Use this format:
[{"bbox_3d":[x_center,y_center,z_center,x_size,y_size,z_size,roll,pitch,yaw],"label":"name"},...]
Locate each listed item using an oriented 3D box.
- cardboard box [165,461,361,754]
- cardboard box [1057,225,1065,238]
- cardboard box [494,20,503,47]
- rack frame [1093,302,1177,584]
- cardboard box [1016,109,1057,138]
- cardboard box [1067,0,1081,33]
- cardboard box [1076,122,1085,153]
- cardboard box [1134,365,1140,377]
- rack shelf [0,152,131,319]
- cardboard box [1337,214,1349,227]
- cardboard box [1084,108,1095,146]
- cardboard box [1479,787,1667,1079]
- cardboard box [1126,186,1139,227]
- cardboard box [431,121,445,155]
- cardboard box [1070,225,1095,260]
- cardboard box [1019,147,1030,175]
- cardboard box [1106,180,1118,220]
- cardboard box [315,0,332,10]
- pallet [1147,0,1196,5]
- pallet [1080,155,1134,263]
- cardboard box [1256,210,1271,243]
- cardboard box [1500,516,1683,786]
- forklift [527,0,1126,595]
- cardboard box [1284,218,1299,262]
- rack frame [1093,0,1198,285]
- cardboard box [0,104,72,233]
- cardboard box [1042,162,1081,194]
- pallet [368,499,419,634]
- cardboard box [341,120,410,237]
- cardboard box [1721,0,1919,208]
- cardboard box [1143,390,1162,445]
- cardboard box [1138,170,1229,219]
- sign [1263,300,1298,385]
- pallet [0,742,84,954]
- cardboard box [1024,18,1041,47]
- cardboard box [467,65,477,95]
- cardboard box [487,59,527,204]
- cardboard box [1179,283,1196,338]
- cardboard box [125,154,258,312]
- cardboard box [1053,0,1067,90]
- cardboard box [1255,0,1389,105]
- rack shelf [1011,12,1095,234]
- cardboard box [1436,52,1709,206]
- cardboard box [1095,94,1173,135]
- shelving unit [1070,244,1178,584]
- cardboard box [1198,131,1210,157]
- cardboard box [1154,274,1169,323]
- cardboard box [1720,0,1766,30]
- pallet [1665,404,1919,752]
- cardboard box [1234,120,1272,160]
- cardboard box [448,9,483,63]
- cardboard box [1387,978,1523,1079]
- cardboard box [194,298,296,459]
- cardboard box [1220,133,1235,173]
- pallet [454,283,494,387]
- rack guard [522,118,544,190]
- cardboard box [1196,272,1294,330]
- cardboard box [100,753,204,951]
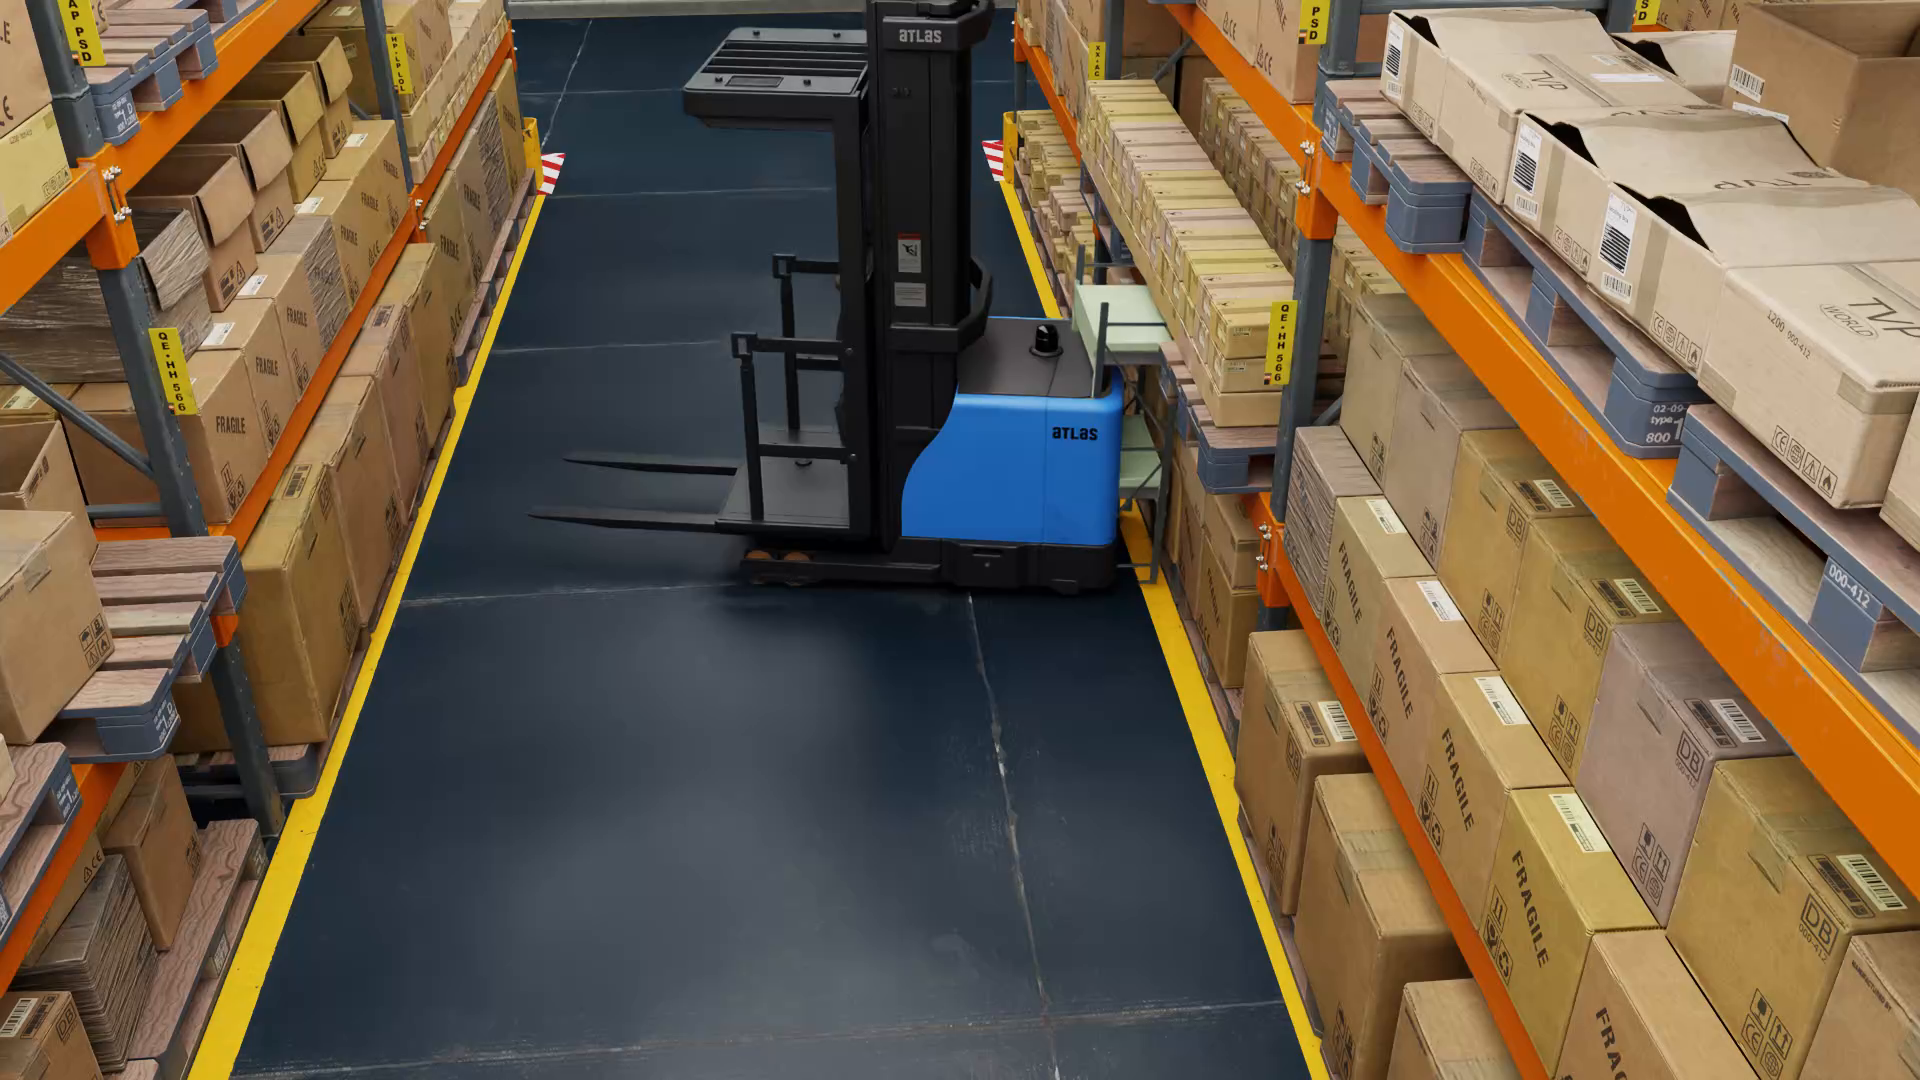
[{"bbox_3d":[-3.302,0.293,6.997,1.225,0.875,0.875,-4,31,-7],"label":"cardboard box"},{"bbox_3d":[0.886,-2.119,11.743,0.380,0.149,0.250,-2,31,-4],"label":"cardboard box"},{"bbox_3d":[-3.619,-3.764,12.371,0.380,0.149,0.250,-2,31,-4],"label":"cardboard box"},{"bbox_3d":[0.811,-0.429,7.922,0.400,1.500,0.023,-1,31,-5],"label":"rack frame"},{"bbox_3d":[0.653,-3.284,13.114,0.380,0.149,0.250,-4,31,-7],"label":"cardboard box"},{"bbox_3d":[0.949,-3.405,10.162,0.500,0.500,0.500,-4,31,-6],"label":"cardboard box"},{"bbox_3d":[0.924,-2.467,10.200,0.380,0.149,0.250,-4,31,-6],"label":"cardboard box"},{"bbox_3d":[1.174,-1.082,8.932,0.500,0.250,0.500,-2,31,-3],"label":"cardboard box"},{"bbox_3d":[-3.071,-0.044,3.674,1.077,0.370,4.000,-3,31,-5],"label":"rack shelf"},{"bbox_3d":[1.742,-1.381,7.392,0.380,0.149,0.250,-1,31,-2],"label":"cardboard box"},{"bbox_3d":[0.895,-2.291,9.206,0.380,0.149,0.250,-2,31,-4],"label":"cardboard box"},{"bbox_3d":[1.654,0.958,4.124,0.500,0.500,0.500,-2,31,-4],"label":"cardboard box"},{"bbox_3d":[1.022,-1.621,8.085,0.380,0.149,0.250,-3,31,-5],"label":"cardboard box"},{"bbox_3d":[-3.378,-2.456,10.181,0.380,0.149,0.250,-2,31,-3],"label":"cardboard box"},{"bbox_3d":[0.930,-1.950,10.881,0.380,0.149,0.250,-3,31,-5],"label":"cardboard box"},{"bbox_3d":[0.672,-3.030,13.268,0.380,0.149,0.250,-2,31,-4],"label":"cardboard box"},{"bbox_3d":[0.968,-1.766,8.617,0.380,0.149,0.250,-2,31,-4],"label":"cardboard box"},{"bbox_3d":[-3.984,-2.991,9.958,0.500,0.500,0.500,-2,31,-4],"label":"cardboard box"},{"bbox_3d":[1.367,-2.672,7.556,1.213,0.211,1.003,-3,31,-5],"label":"pallet"},{"bbox_3d":[1.242,-1.835,9.083,1.003,0.211,1.213,-3,31,-5],"label":"pallet"},{"bbox_3d":[1.675,-1.528,8.219,0.380,0.149,0.250,-1,31,-2],"label":"cardboard box"},{"bbox_3d":[1.868,0.266,4.306,0.700,0.500,0.500,-3,31,-5],"label":"cardboard box"},{"bbox_3d":[-0.688,-1.293,8.056,3.031,2.935,1.130,3,31,5],"label":"forklift"},{"bbox_3d":[1.723,-1.386,7.690,0.380,0.149,0.250,-3,31,-5],"label":"cardboard box"},{"bbox_3d":[1.316,-2.314,9.699,1.000,3.000,0.127,-3,31,-5],"label":"rack frame"},{"bbox_3d":[-2.970,-1.078,4.851,0.500,0.250,0.500,-3,31,-4],"label":"cardboard box"},{"bbox_3d":[0.795,-2.613,11.991,0.380,0.149,0.250,-2,31,-4],"label":"cardboard box"},{"bbox_3d":[-3.368,0.084,8.404,1.003,0.211,1.213,-3,31,-5],"label":"pallet"},{"bbox_3d":[-3.316,-1.945,8.984,0.500,0.500,0.500,-3,31,-4],"label":"cardboard box"},{"bbox_3d":[2.131,-0.952,3.889,0.500,0.500,0.500,-3,31,-5],"label":"cardboard box"},{"bbox_3d":[1.234,-0.494,8.681,0.500,0.500,0.500,-2,31,-4],"label":"cardboard box"},{"bbox_3d":[1.045,-1.621,7.794,0.380,0.149,0.250,-2,31,-3],"label":"cardboard box"},{"bbox_3d":[1.150,-0.704,5.952,0.100,0.325,0.005,-3,31,-5],"label":"sign"},{"bbox_3d":[-3.032,1.005,4.329,1.003,0.211,1.213,-3,31,-5],"label":"pallet"},{"bbox_3d":[0.683,-3.800,12.431,0.380,0.149,0.250,-4,31,-6],"label":"cardboard box"},{"bbox_3d":[-3.502,-3.116,11.286,0.380,0.149,0.250,-2,31,-4],"label":"cardboard box"},{"bbox_3d":[-3.866,-3.115,12.703,0.875,0.875,0.875,-3,31,-5],"label":"cardboard box"},{"bbox_3d":[1.136,-0.973,6.999,0.380,0.149,0.250,-2,31,-3],"label":"cardboard box"},{"bbox_3d":[-3.368,-1.266,6.869,0.797,0.503,0.637,-2,31,-3],"label":"cardboard box"},{"bbox_3d":[0.897,-3.237,10.857,0.500,0.500,0.500,-3,31,-5],"label":"cardboard box"},{"bbox_3d":[1.383,-1.882,5.953,0.500,0.500,0.500,-3,31,-5],"label":"cardboard box"},{"bbox_3d":[1.129,-3.026,11.593,1.077,0.370,4.000,-3,31,-5],"label":"rack shelf"},{"bbox_3d":[1.585,-1.083,4.351,0.500,0.250,0.500,-2,31,-3],"label":"cardboard box"},{"bbox_3d":[0.927,-2.277,8.892,0.380,0.149,0.250,-2,31,-3],"label":"cardboard box"},{"bbox_3d":[0.781,-0.616,8.235,0.431,1.500,0.755,-1,31,-5],"label":"shelving unit"},{"bbox_3d":[1.550,-2.193,9.332,0.380,0.149,0.250,-3,31,-6],"label":"cardboard box"},{"bbox_3d":[1.094,-1.097,7.497,0.380,0.149,0.250,-4,31,-7],"label":"cardboard box"},{"bbox_3d":[5.788,-3.657,11.849,0.500,0.500,0.500,-2,31,-3],"label":"cardboard box"},{"bbox_3d":[1.929,0.099,2.921,0.805,0.209,1.217,-4,31,-7],"label":"pallet"},{"bbox_3d":[1.621,-2.043,8.501,0.380,0.149,0.250,-3,31,-5],"label":"cardboard box"},{"bbox_3d":[-3.601,-3.480,11.507,0.500,0.250,0.500,-4,31,-6],"label":"cardboard box"},{"bbox_3d":[1.829,1.751,4.679,1.050,0.750,0.750,-3,31,-5],"label":"cardboard box"},{"bbox_3d":[-3.083,-0.653,6.821,0.500,0.500,0.500,-4,31,-6],"label":"cardboard box"},{"bbox_3d":[1.596,-2.059,8.818,0.380,0.149,0.250,-1,31,-2],"label":"cardboard box"},{"bbox_3d":[-3.625,-1.323,10.759,1.003,0.211,1.213,-3,31,-5],"label":"pallet"},{"bbox_3d":[-4.008,-3.109,13.468,1.175,0.500,0.348,-3,31,-5],"label":"rack guard"},{"bbox_3d":[1.166,-0.956,6.681,0.380,0.149,0.250,-3,31,-5],"label":"cardboard box"},{"bbox_3d":[-3.176,1.140,5.926,0.700,0.500,0.500,-4,31,-7],"label":"cardboard box"}]
